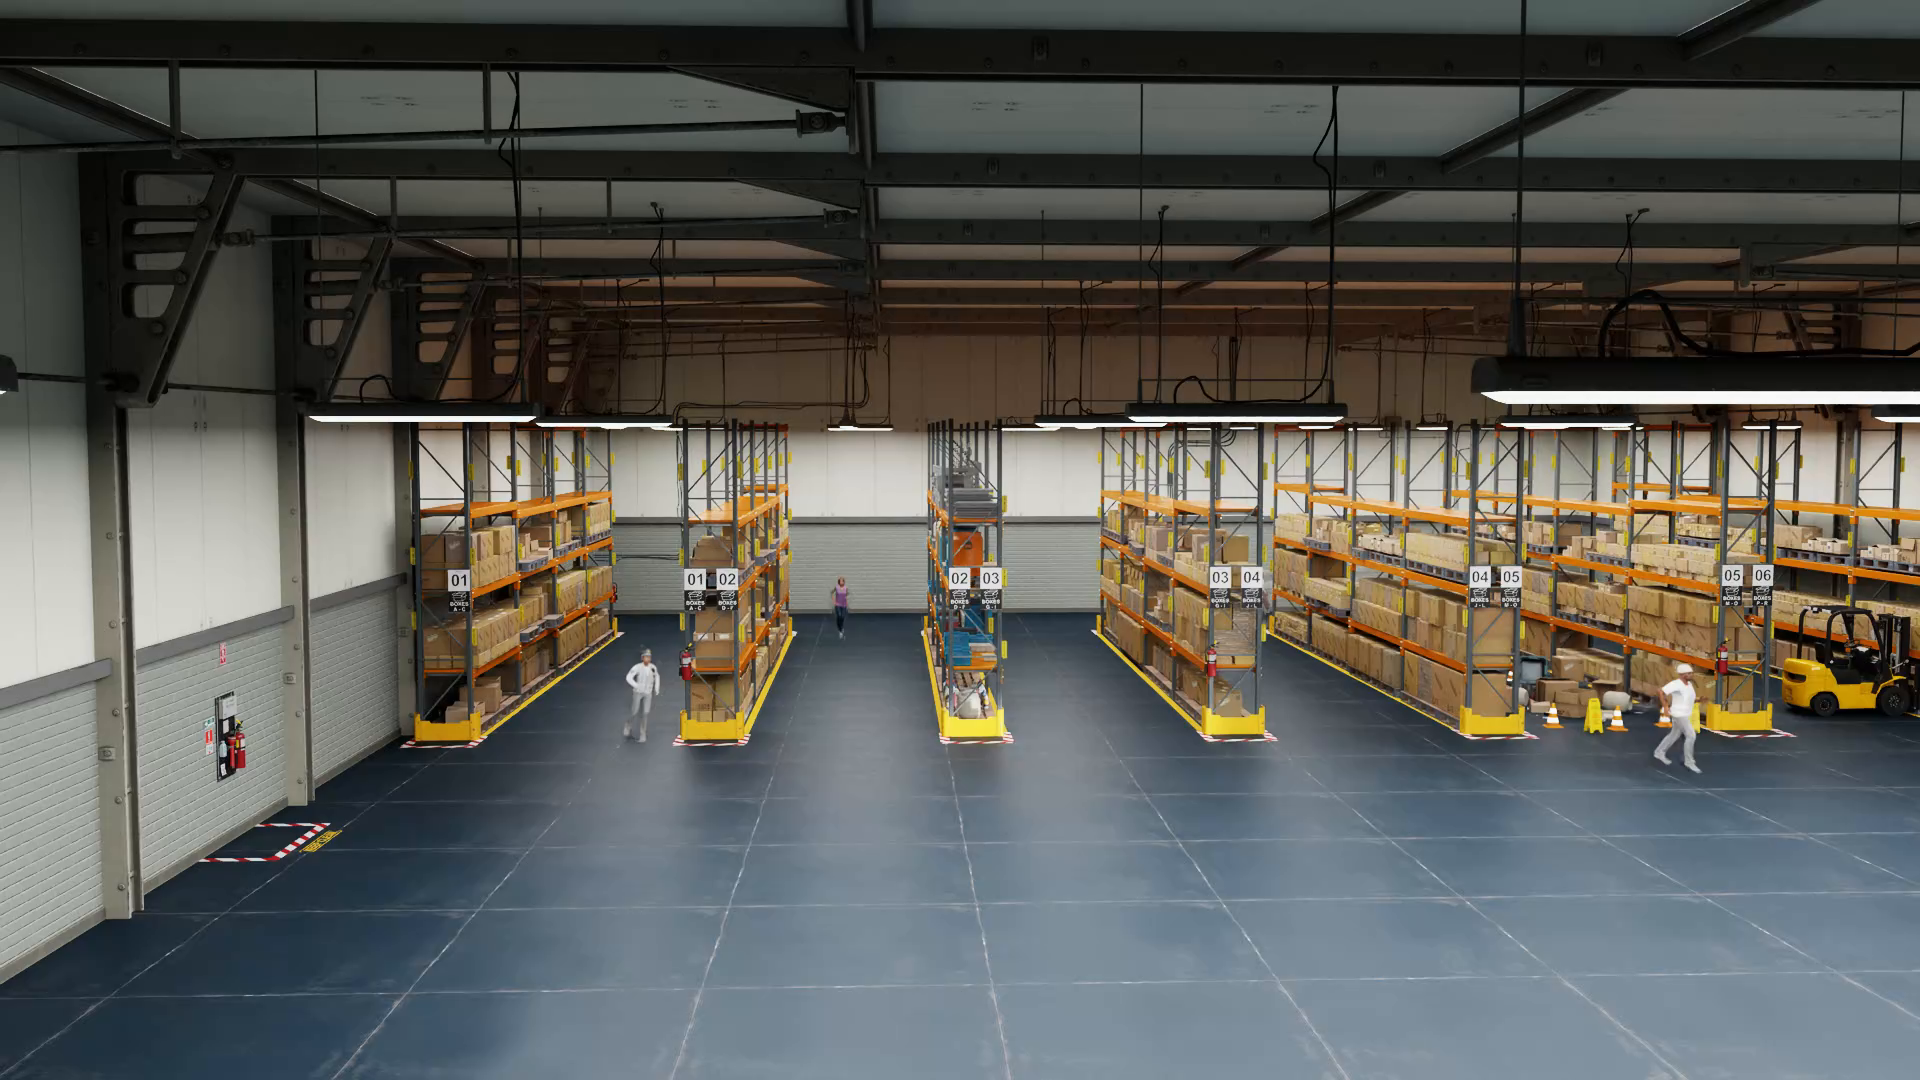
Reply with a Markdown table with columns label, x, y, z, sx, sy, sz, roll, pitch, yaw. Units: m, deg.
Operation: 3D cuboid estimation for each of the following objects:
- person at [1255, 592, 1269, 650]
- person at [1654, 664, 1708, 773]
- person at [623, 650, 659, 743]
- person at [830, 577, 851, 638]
| label | x | y | z | sx | sy | sz | roll | pitch | yaw |
| --- | --- | --- | --- | --- | --- | --- | --- | --- | --- |
| person | 7.879 | 2.025 | 44.278 | 0.706 | 1.763 | 0.761 | 0 | 4 | 7 |
| person | 12.265 | 3.017 | 28.318 | 0.874 | 1.820 | 0.677 | 3 | 5 | 40 |
| person | -5.916 | 2.885 | 31.132 | 0.674 | 1.671 | 0.920 | -2 | 4 | -25 |
| person | -3.227 | 1.809 | 45.113 | 0.530 | 1.608 | 0.783 | -1 | 4 | -17 |
